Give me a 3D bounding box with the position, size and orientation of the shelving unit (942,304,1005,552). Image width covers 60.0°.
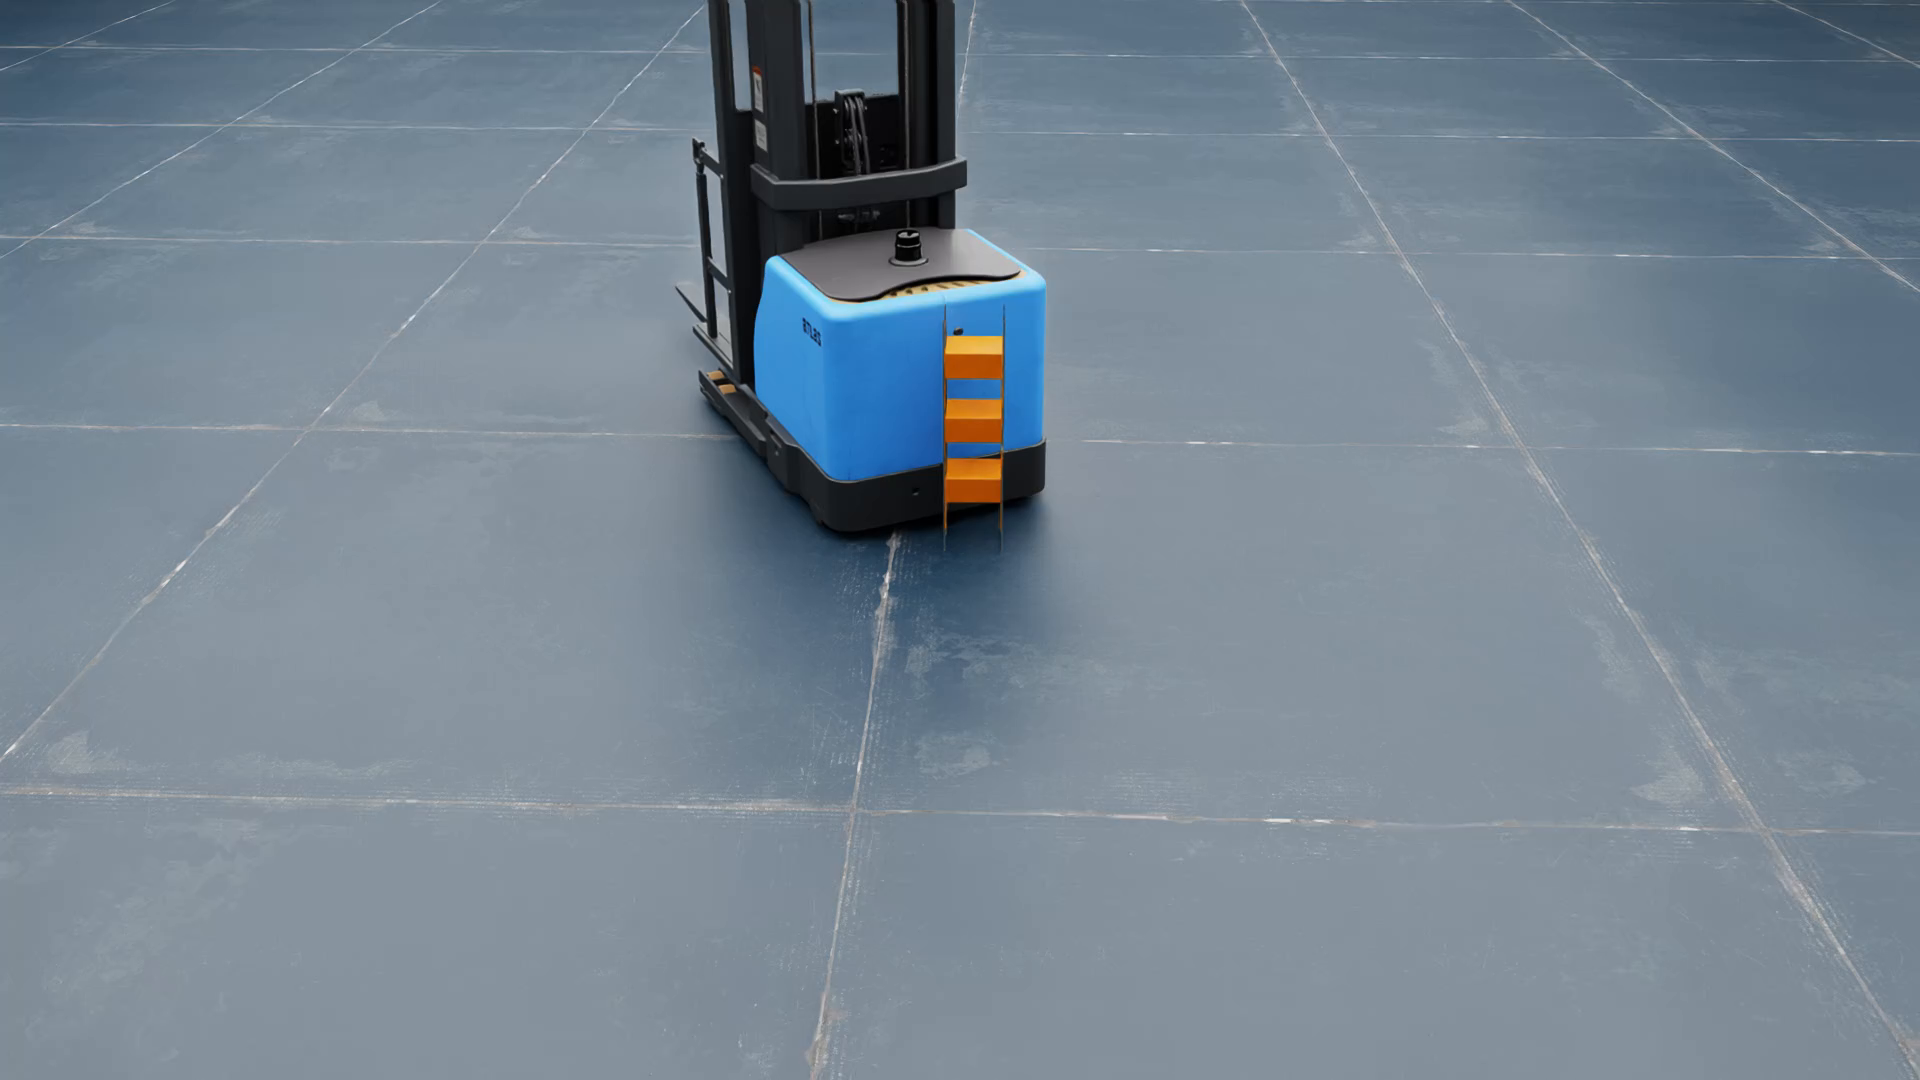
[{"bbox_3d":[0.058,-0.460,6.996,0.252,1.050,0.215,1,28,1],"label":"shelving unit"}]

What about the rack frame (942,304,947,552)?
[{"bbox_3d":[-0.064,-0.462,6.999,0.008,1.050,0.200,1,28,1],"label":"rack frame"}]

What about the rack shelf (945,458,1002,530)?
[{"bbox_3d":[0.058,-0.205,7.131,0.240,0.259,0.215,1,28,1],"label":"rack shelf"}]

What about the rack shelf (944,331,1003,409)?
[{"bbox_3d":[0.058,-0.702,6.869,0.240,0.259,0.215,1,28,1],"label":"rack shelf"}]

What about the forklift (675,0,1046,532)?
[{"bbox_3d":[-0.692,-1.995,7.884,1.130,2.935,3.031,-12,30,-22],"label":"forklift"}]

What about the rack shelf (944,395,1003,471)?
[{"bbox_3d":[0.058,-0.451,7.001,0.240,0.259,0.215,1,28,1],"label":"rack shelf"}]

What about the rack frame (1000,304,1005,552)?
[{"bbox_3d":[0.180,-0.459,6.994,0.008,1.050,0.200,1,28,1],"label":"rack frame"}]
